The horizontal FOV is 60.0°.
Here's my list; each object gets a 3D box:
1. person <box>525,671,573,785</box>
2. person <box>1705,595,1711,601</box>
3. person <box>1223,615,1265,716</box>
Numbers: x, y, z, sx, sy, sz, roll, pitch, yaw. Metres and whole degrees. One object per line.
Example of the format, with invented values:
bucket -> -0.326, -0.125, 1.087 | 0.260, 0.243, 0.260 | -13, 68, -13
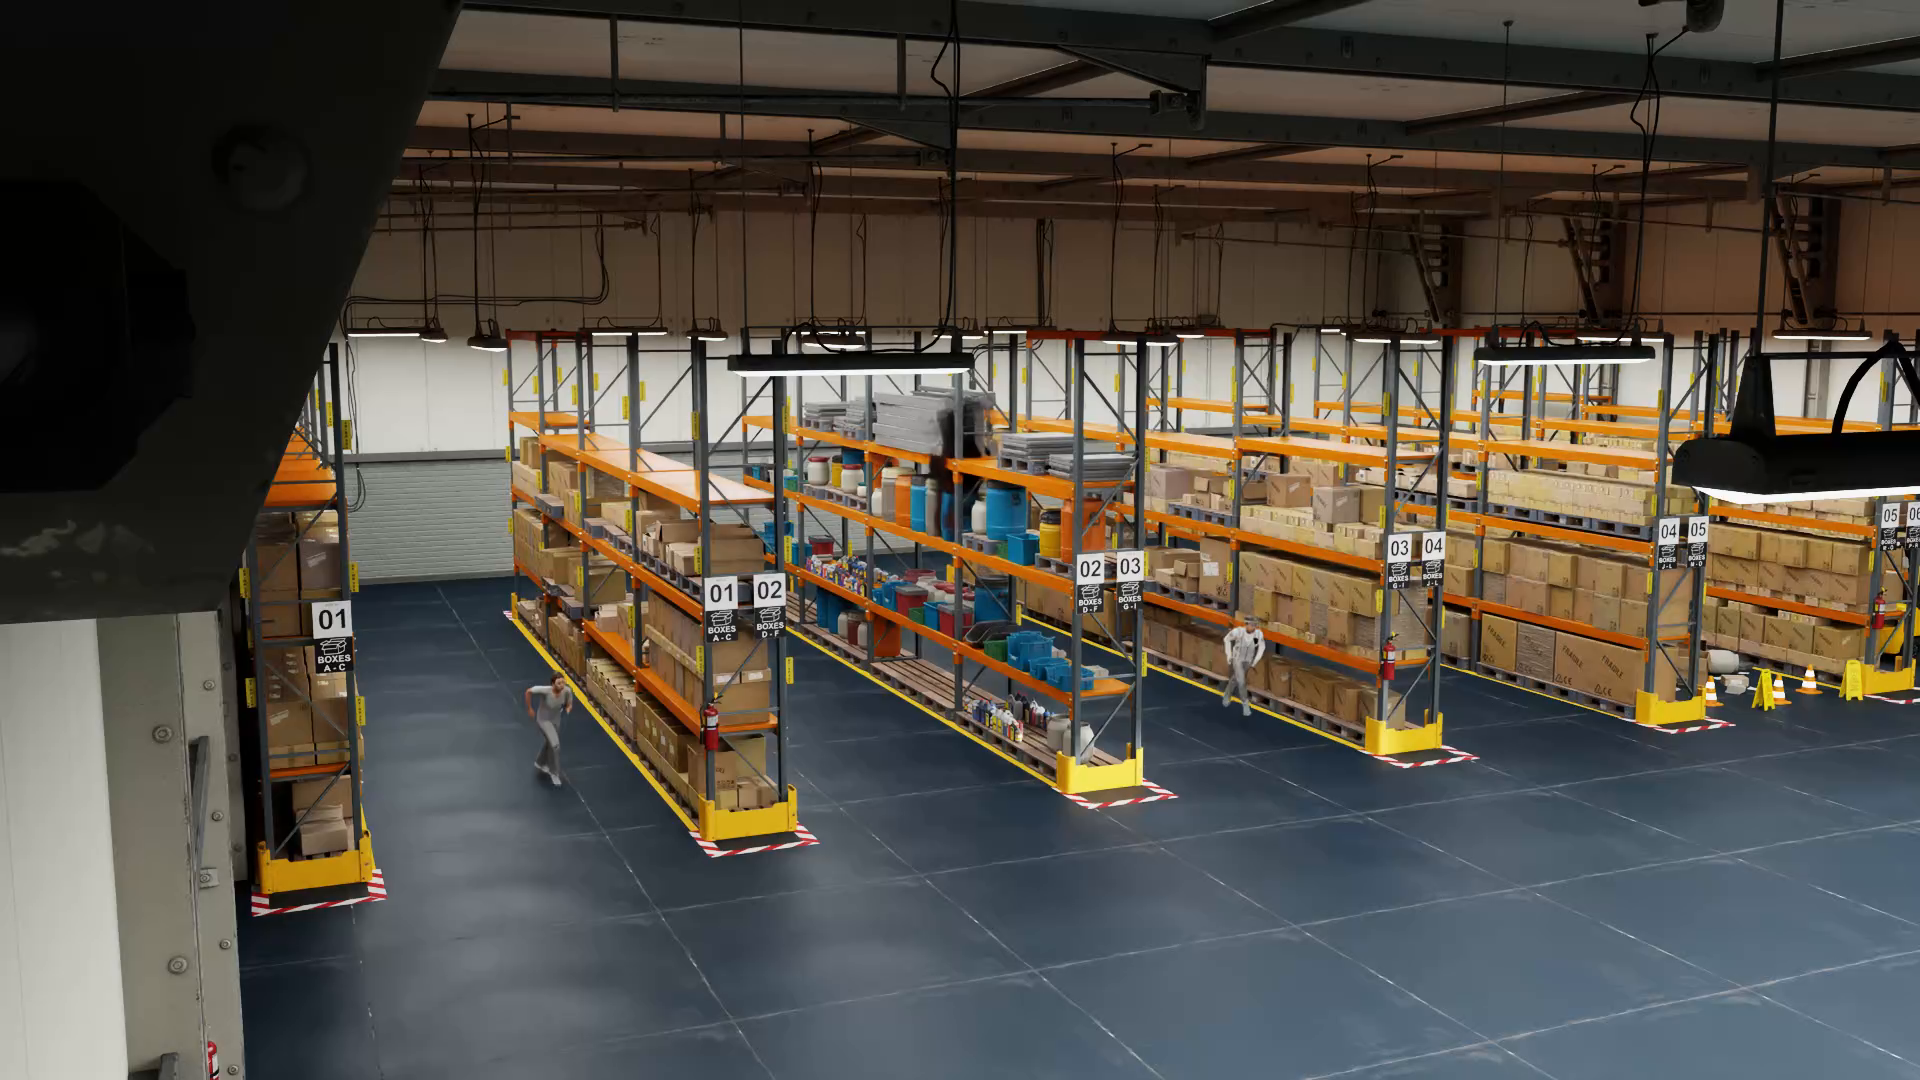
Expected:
person -> -5.591, 2.522, 22.548 | 0.611, 1.604, 0.952 | -6, 10, -37
person -> 15.226, 0.916, 33.670 | 0.658, 1.725, 0.776 | -5, 9, -30
person -> 4.317, 1.843, 25.455 | 0.610, 1.519, 0.936 | -2, 8, -11
